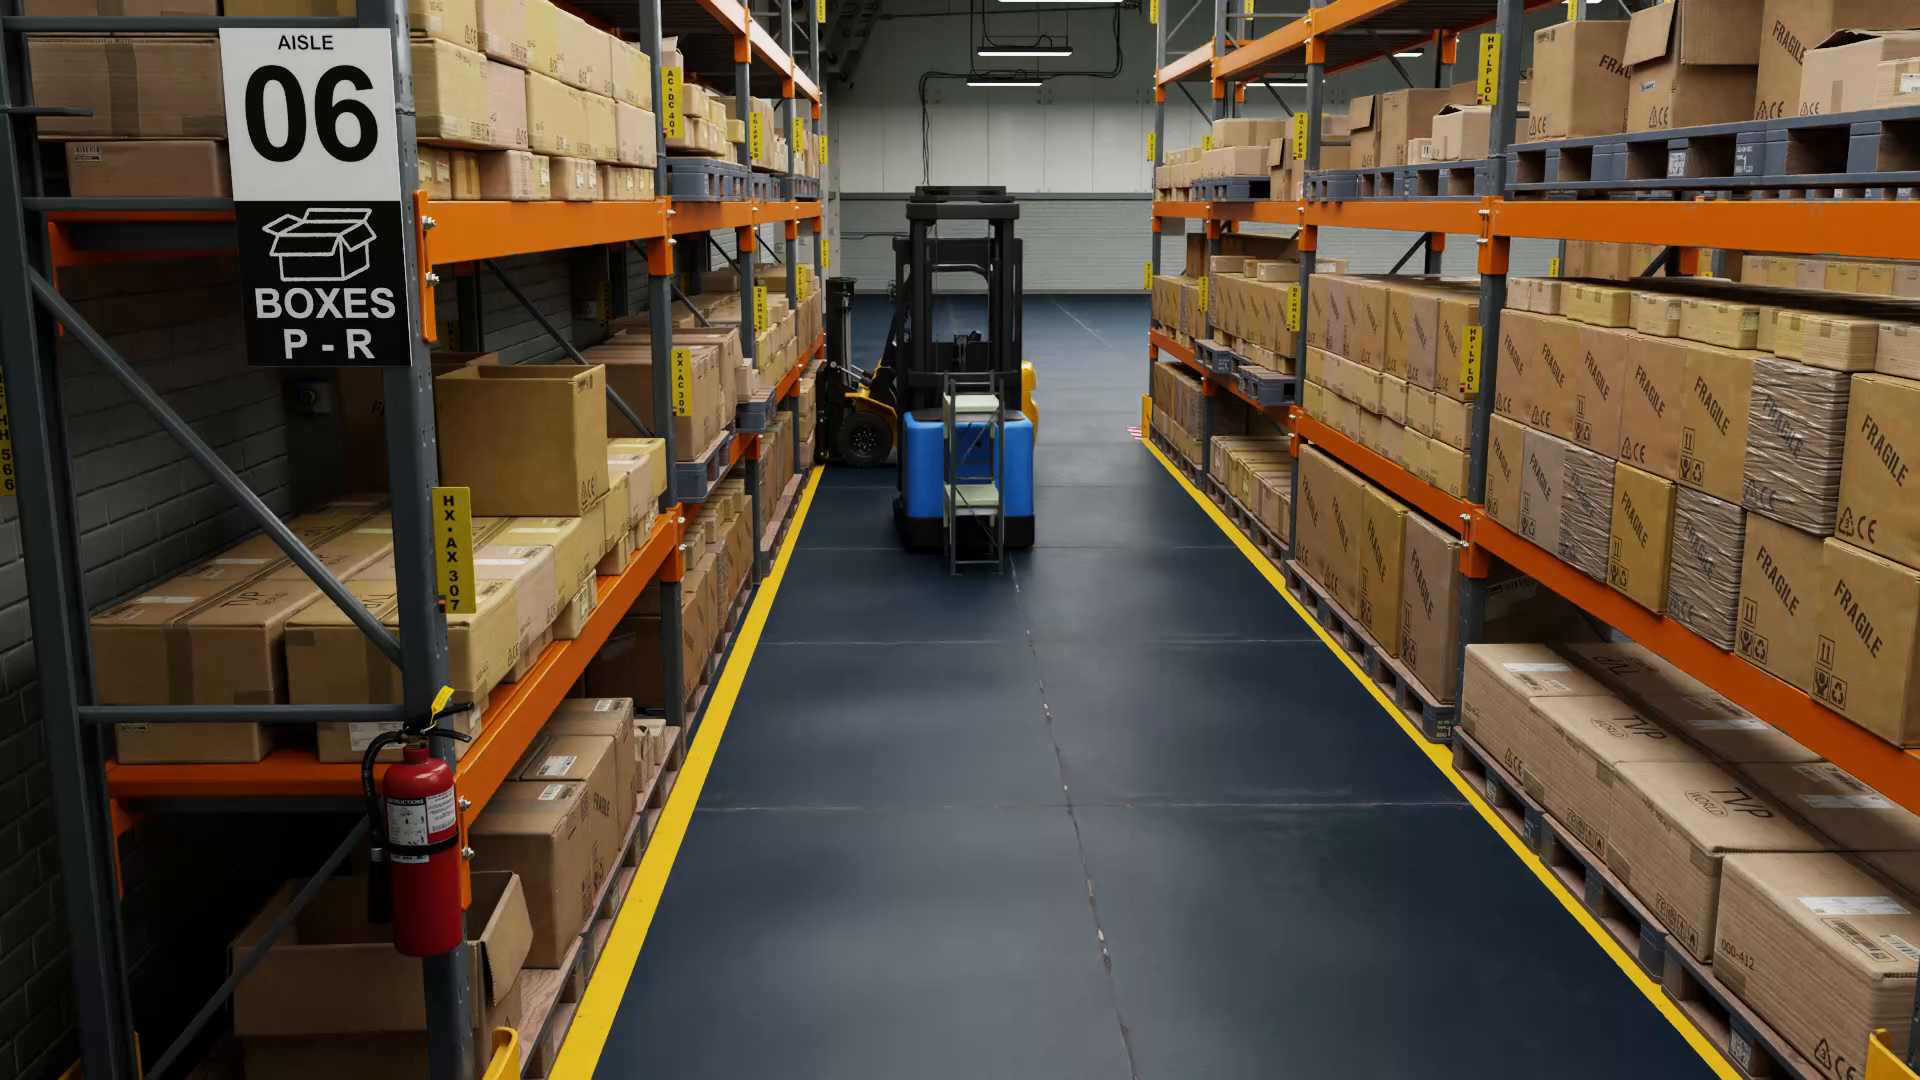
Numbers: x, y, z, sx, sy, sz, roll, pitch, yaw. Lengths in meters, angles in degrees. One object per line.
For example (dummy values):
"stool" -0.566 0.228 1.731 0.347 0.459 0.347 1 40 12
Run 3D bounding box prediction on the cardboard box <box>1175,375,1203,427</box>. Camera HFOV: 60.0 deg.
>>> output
"cardboard box" 2.586 -1.497 17.867 0.500 0.500 0.500 0 11 2

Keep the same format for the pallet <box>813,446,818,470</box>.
"pallet" -2.074 -0.966 18.289 1.003 0.211 1.213 0 11 -1

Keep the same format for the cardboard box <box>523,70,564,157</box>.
"cardboard box" -1.589 -1.380 5.402 0.500 0.250 0.500 -1 11 -3

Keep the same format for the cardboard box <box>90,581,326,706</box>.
"cardboard box" -2.098 0.292 4.706 0.500 0.250 0.500 0 11 1

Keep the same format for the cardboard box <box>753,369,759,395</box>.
"cardboard box" -1.592 -1.090 11.461 0.380 0.149 0.250 0 11 0

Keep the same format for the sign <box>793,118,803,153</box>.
"sign" -1.529 -3.813 15.673 0.100 0.325 0.005 0 11 -1

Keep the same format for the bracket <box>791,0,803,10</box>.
"bracket" -2.925 -9.593 29.656 0.235 0.232 0.430 0 11 -1

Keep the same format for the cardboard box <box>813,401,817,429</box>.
"cardboard box" -1.784 -1.332 17.682 0.500 0.250 0.500 0 11 -2

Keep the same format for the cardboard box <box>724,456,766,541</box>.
"cardboard box" -1.988 -0.302 12.920 0.875 0.625 0.625 0 11 1

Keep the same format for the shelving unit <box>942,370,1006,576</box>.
"shelving unit" 0.101 -0.538 12.937 0.431 1.500 0.755 -1 12 -4

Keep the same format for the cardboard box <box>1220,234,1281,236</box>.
"cardboard box" 3.154 -3.130 18.428 0.700 0.500 0.500 0 11 -2

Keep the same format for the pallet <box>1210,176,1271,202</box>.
"pallet" 2.822 -3.001 14.235 1.213 0.211 1.003 0 11 -1

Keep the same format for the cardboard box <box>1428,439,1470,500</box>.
"cardboard box" 2.795 -0.377 8.748 0.500 0.250 0.500 -1 11 -3

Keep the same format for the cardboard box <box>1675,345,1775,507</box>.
"cardboard box" 2.844 -0.403 5.734 0.500 0.500 0.500 0 11 -1

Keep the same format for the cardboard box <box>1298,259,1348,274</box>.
"cardboard box" 3.183 -2.389 14.601 0.380 0.149 0.250 -1 11 -4

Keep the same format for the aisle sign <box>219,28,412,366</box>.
"aisle sign" -1.529 -0.807 3.956 0.394 0.787 0.004 0 11 -1

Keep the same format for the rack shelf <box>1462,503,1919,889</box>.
"rack shelf" 3.098 0.388 6.411 1.077 0.370 4.000 0 11 -1

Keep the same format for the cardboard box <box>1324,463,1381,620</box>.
"cardboard box" 2.919 -0.007 10.835 0.875 0.875 0.875 0 11 0

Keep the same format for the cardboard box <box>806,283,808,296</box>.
"cardboard box" -1.827 -2.670 17.792 0.380 0.149 0.250 0 11 -2

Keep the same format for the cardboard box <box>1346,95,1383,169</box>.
"cardboard box" 3.132 -2.809 11.502 0.797 0.503 0.637 -1 12 -5

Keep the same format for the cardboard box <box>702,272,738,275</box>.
"cardboard box" -2.431 -2.658 16.986 0.380 0.149 0.250 0 11 -2

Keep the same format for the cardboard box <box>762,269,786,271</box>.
"cardboard box" -1.910 -2.814 17.752 0.380 0.149 0.250 0 11 -1

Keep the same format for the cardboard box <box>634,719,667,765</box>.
"cardboard box" -1.601 0.960 7.897 0.380 0.149 0.250 -1 11 -3

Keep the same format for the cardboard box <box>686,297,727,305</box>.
"cardboard box" -2.321 -2.124 15.101 0.380 0.149 0.250 0 11 -1

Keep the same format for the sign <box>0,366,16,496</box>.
"sign" -2.379 -0.270 4.137 0.100 0.325 0.005 0 11 -1

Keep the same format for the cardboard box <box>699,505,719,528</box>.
"cardboard box" -1.762 -0.129 10.748 0.380 0.149 0.250 0 11 -2

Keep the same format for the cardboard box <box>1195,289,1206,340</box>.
"cardboard box" 2.633 -2.234 16.528 0.500 0.500 0.500 -1 11 -3

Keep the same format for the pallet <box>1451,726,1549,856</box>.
"pallet" 2.994 1.156 7.830 1.003 0.211 1.213 0 11 -1

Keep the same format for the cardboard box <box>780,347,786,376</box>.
"cardboard box" -1.804 -1.560 14.580 0.500 0.250 0.500 0 11 -1

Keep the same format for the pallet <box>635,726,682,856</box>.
"pallet" -1.893 1.162 7.799 1.003 0.211 1.213 0 11 -1

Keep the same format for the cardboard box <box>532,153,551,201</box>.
"cardboard box" -1.533 -1.162 5.330 0.380 0.149 0.250 0 11 -1

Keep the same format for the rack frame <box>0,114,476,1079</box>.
"rack frame" -1.824 0.454 4.275 1.000 3.000 0.127 0 11 -1

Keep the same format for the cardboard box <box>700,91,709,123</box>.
"cardboard box" -1.513 -2.253 8.651 0.380 0.149 0.250 0 11 -2

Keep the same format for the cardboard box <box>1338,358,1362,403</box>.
"cardboard box" 2.745 -1.025 10.687 0.500 0.250 0.500 0 11 -1

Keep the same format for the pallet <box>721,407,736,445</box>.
"pallet" -1.944 -0.655 10.228 1.003 0.211 1.213 0 11 -1

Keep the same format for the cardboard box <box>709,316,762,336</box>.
"cardboard box" -1.708 -1.620 12.619 0.380 0.149 0.250 0 11 0

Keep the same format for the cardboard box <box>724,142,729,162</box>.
"cardboard box" -1.755 -2.607 11.194 0.380 0.149 0.250 -1 11 -2

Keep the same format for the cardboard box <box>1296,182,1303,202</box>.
"cardboard box" 2.744 -2.615 12.493 0.380 0.149 0.250 0 11 -1

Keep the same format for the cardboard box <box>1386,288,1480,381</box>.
"cardboard box" 2.787 -1.192 9.626 0.500 0.500 0.500 0 11 1

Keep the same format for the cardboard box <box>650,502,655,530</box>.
"cardboard box" -1.620 -0.104 7.658 0.380 0.149 0.250 0 11 0

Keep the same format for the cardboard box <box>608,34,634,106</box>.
"cardboard box" -1.636 -1.928 6.846 0.500 0.250 0.500 0 11 -2

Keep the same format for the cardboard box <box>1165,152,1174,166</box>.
"cardboard box" 2.507 -4.263 18.612 0.380 0.149 0.250 0 11 -1

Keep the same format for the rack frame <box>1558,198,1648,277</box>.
"rack frame" 7.755 -2.788 20.256 1.000 3.000 0.127 0 11 -1

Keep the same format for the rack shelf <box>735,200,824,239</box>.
"rack shelf" -2.113 -3.446 17.766 1.077 0.370 4.000 0 11 -1

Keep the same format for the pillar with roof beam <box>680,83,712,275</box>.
"pillar with roof beam" 1.263 -5.542 18.743 9.100 9.000 0.400 0 11 -1

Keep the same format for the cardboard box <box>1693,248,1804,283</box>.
"cardboard box" 7.865 -2.669 16.577 0.875 0.550 0.550 0 11 -1

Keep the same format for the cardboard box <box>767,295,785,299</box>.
"cardboard box" -1.819 -2.180 15.376 0.380 0.149 0.250 0 11 -2

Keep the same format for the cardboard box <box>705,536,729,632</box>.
"cardboard box" -1.723 0.273 10.399 0.500 0.500 0.500 -1 11 -3

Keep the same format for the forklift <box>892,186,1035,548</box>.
"forklift" -0.028 -1.617 14.655 1.130 2.935 3.031 -1 12 -4

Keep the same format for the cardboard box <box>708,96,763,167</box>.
"cardboard box" -1.760 -3.055 12.469 0.500 0.500 0.500 0 11 -1

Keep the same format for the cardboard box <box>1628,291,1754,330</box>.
"cardboard box" 2.880 -0.901 6.560 0.380 0.149 0.250 0 11 -1

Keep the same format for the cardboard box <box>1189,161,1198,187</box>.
"cardboard box" 2.601 -3.682 16.747 0.500 0.250 0.500 0 11 -2

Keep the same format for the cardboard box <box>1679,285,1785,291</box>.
"cardboard box" 3.296 -1.006 7.077 0.380 0.149 0.250 0 11 -2

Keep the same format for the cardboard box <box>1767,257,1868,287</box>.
"cardboard box" 7.867 -2.331 15.237 0.700 0.500 0.500 0 11 -2

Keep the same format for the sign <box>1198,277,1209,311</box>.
"sign" 2.349 -2.373 16.033 0.100 0.325 0.005 0 11 -1
